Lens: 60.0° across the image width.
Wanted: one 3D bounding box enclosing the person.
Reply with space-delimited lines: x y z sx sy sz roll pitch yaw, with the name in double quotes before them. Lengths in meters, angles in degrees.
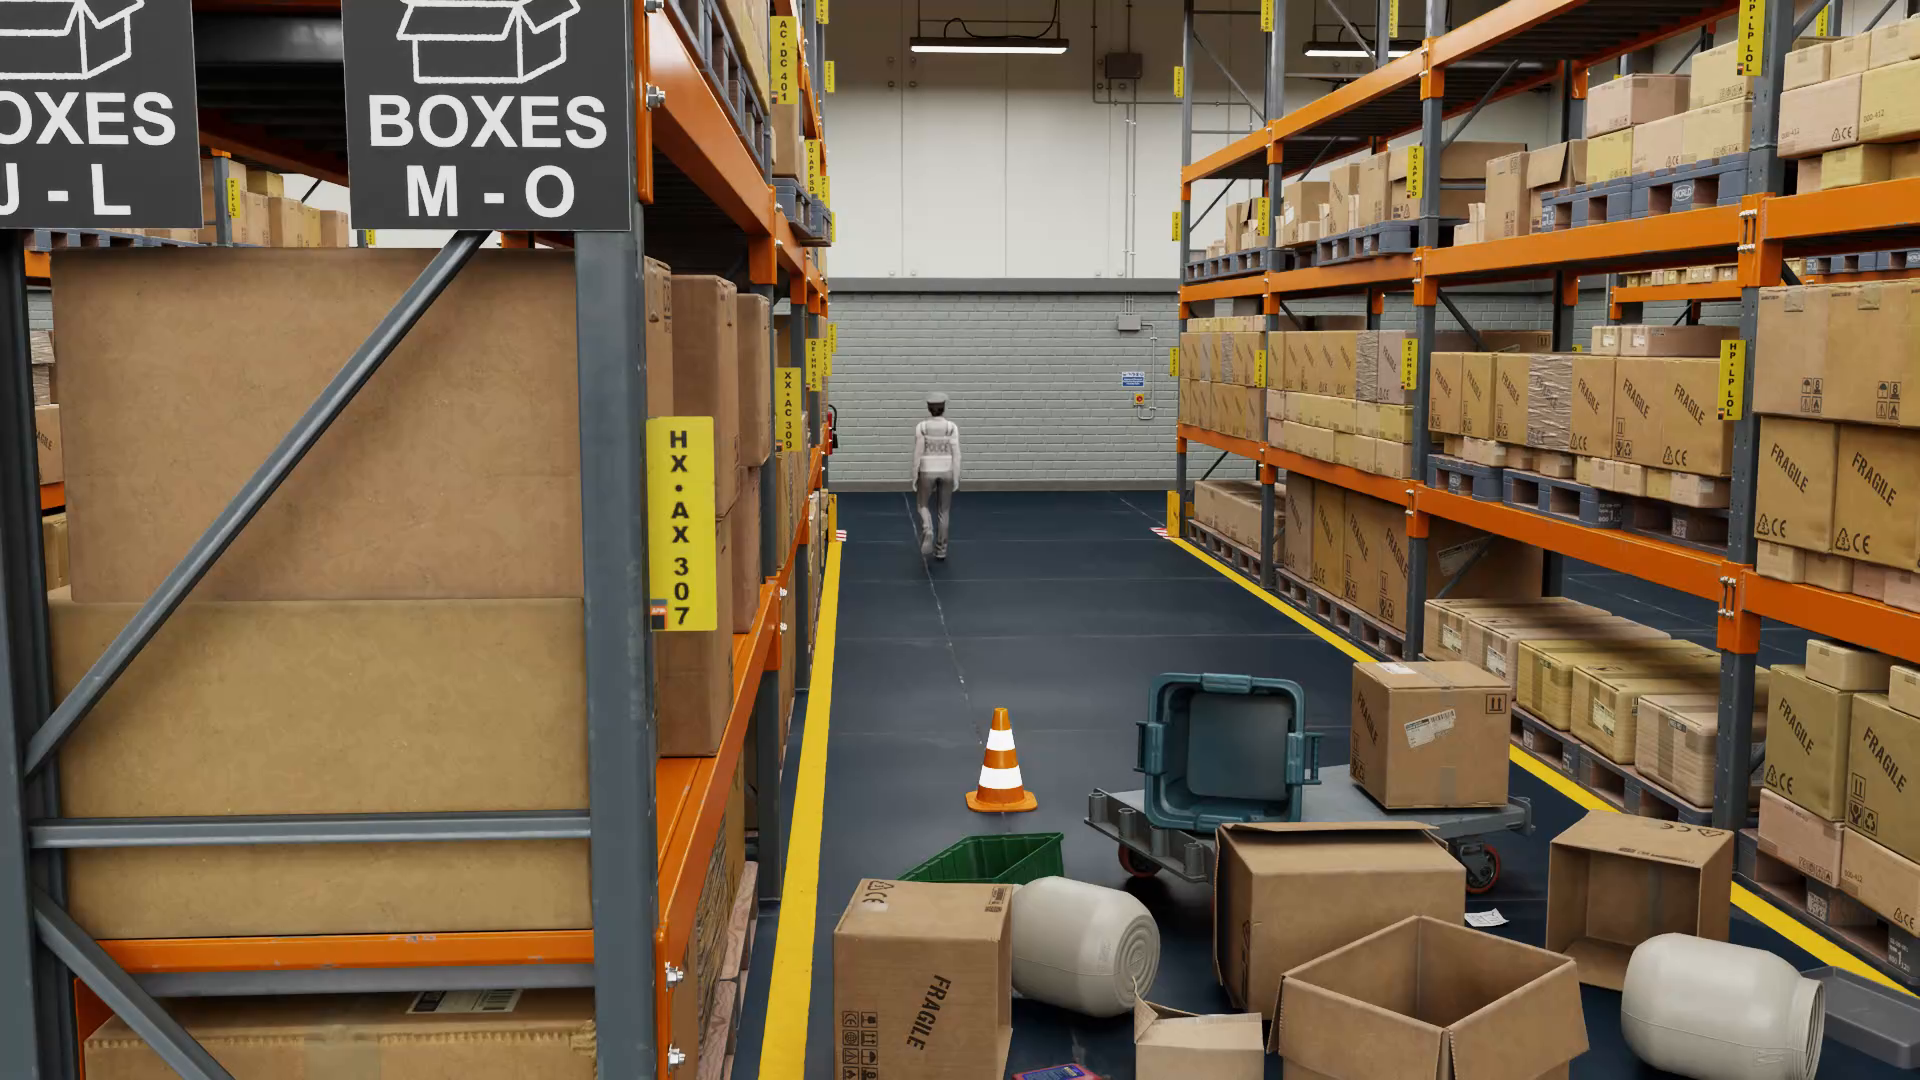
"person" 1.059 -1.403 13.414 5.304 2.347 21.858 0 7 -4
